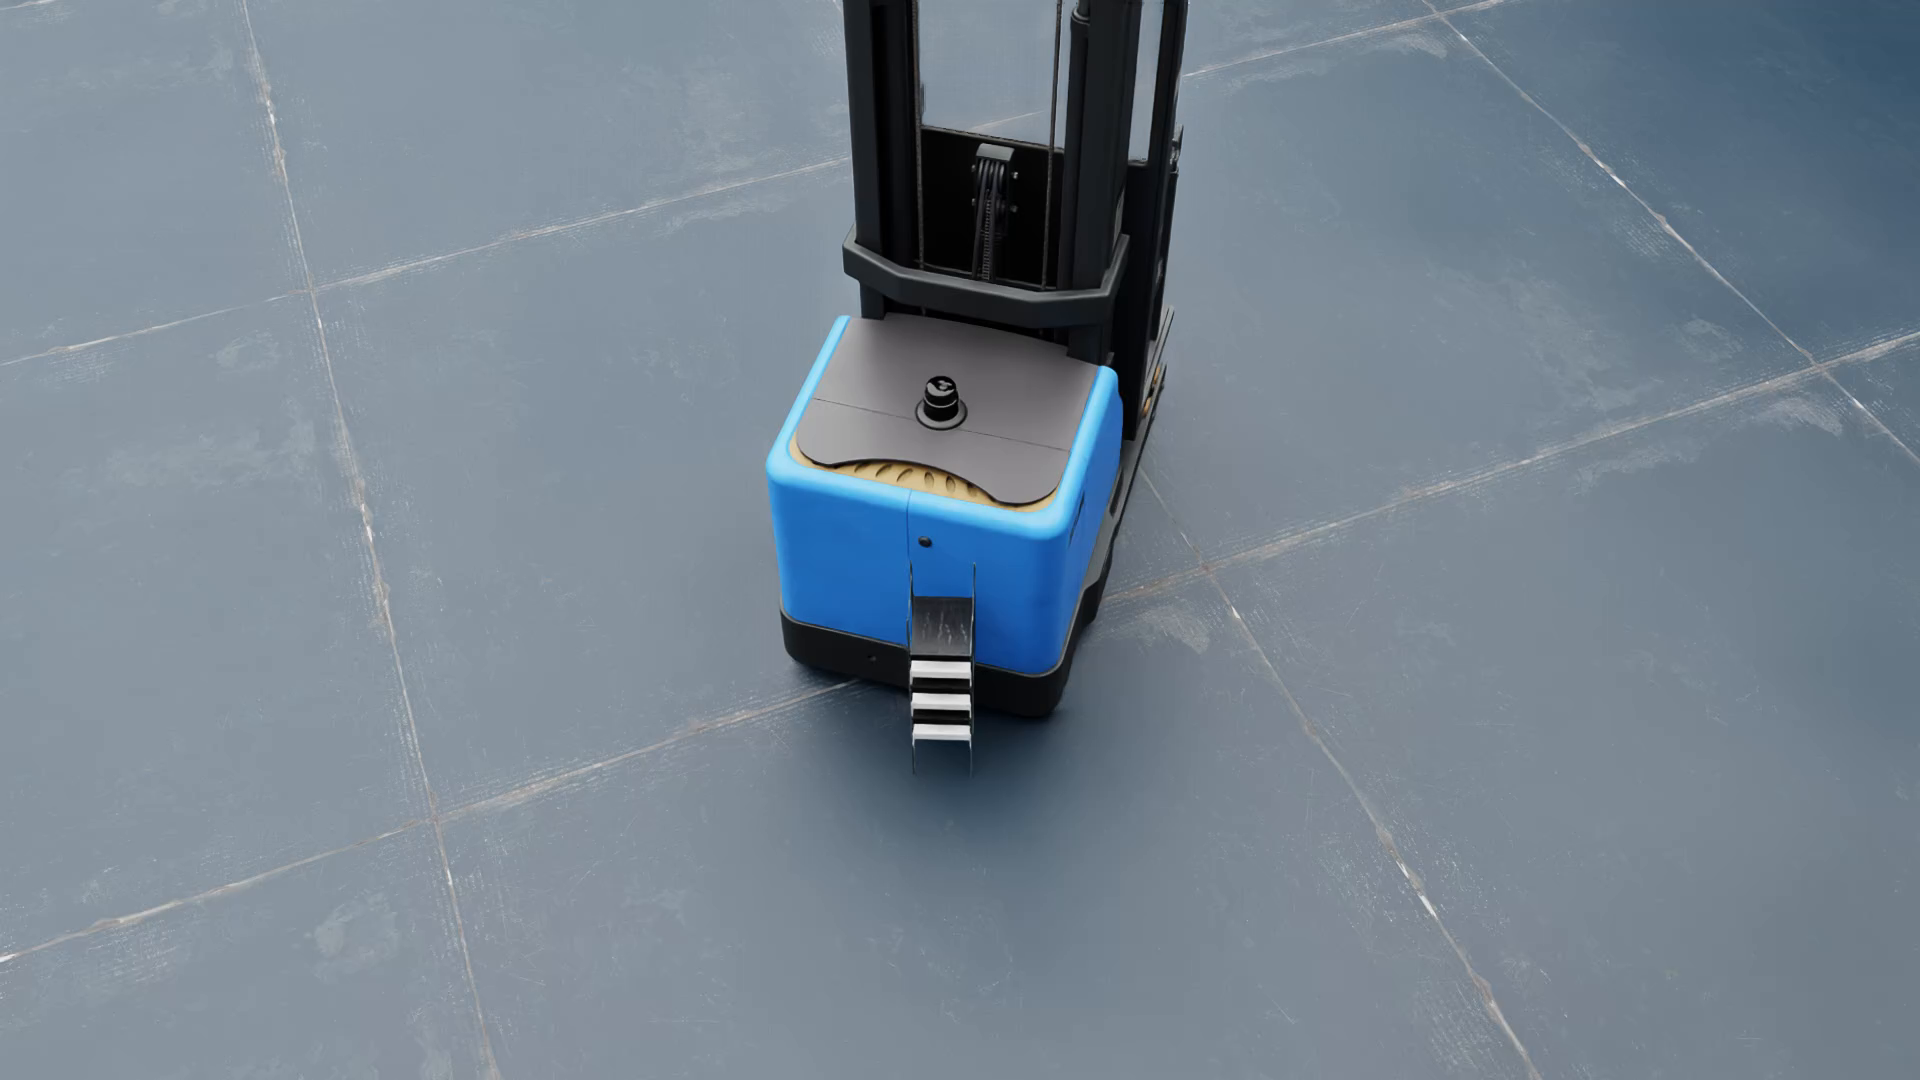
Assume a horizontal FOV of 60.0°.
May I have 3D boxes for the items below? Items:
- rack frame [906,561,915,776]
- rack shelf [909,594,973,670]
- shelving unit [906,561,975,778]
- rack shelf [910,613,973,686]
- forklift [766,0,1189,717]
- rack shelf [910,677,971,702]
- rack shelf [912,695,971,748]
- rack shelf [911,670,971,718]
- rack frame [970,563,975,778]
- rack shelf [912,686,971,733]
[{"bbox_3d":[-0.161,0.451,5.610,0.006,0.900,0.240,1,49,1],"label":"rack frame"},{"bbox_3d":[-0.059,0.300,5.428,0.200,0.077,0.258,1,49,1],"label":"rack shelf"},{"bbox_3d":[-0.059,0.454,5.608,0.210,0.900,0.258,1,49,1],"label":"shelving unit"},{"bbox_3d":[-0.059,0.358,5.496,0.200,0.077,0.258,1,49,1],"label":"rack shelf"},{"bbox_3d":[0.248,-1.470,5.921,1.130,2.935,3.031,12,50,10],"label":"forklift"},{"bbox_3d":[-0.059,0.417,5.565,0.200,0.077,0.258,1,49,1],"label":"rack shelf"},{"bbox_3d":[-0.059,0.593,5.770,0.200,0.077,0.258,1,49,1],"label":"rack shelf"},{"bbox_3d":[-0.059,0.475,5.633,0.200,0.077,0.258,1,49,1],"label":"rack shelf"},{"bbox_3d":[0.042,0.456,5.605,0.006,0.900,0.240,1,49,1],"label":"rack frame"},{"bbox_3d":[-0.059,0.534,5.701,0.200,0.077,0.258,1,49,1],"label":"rack shelf"}]
